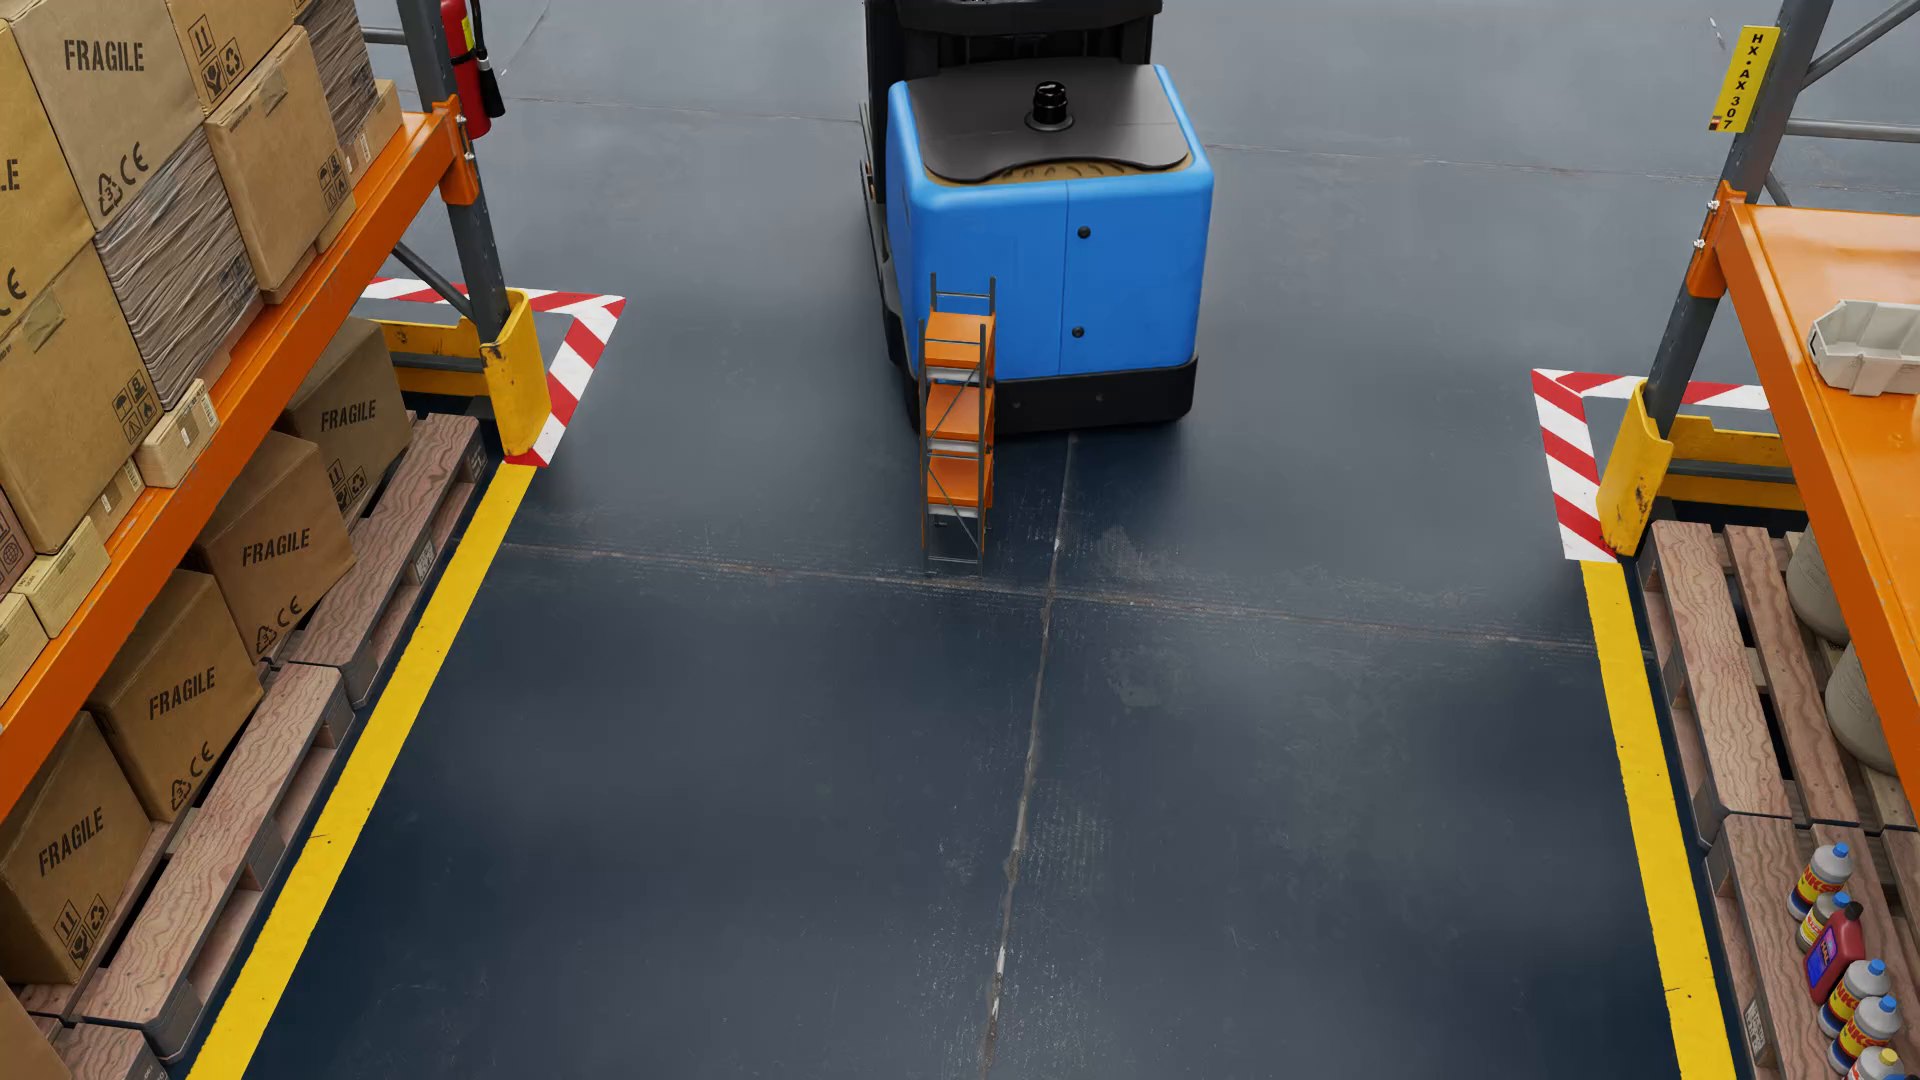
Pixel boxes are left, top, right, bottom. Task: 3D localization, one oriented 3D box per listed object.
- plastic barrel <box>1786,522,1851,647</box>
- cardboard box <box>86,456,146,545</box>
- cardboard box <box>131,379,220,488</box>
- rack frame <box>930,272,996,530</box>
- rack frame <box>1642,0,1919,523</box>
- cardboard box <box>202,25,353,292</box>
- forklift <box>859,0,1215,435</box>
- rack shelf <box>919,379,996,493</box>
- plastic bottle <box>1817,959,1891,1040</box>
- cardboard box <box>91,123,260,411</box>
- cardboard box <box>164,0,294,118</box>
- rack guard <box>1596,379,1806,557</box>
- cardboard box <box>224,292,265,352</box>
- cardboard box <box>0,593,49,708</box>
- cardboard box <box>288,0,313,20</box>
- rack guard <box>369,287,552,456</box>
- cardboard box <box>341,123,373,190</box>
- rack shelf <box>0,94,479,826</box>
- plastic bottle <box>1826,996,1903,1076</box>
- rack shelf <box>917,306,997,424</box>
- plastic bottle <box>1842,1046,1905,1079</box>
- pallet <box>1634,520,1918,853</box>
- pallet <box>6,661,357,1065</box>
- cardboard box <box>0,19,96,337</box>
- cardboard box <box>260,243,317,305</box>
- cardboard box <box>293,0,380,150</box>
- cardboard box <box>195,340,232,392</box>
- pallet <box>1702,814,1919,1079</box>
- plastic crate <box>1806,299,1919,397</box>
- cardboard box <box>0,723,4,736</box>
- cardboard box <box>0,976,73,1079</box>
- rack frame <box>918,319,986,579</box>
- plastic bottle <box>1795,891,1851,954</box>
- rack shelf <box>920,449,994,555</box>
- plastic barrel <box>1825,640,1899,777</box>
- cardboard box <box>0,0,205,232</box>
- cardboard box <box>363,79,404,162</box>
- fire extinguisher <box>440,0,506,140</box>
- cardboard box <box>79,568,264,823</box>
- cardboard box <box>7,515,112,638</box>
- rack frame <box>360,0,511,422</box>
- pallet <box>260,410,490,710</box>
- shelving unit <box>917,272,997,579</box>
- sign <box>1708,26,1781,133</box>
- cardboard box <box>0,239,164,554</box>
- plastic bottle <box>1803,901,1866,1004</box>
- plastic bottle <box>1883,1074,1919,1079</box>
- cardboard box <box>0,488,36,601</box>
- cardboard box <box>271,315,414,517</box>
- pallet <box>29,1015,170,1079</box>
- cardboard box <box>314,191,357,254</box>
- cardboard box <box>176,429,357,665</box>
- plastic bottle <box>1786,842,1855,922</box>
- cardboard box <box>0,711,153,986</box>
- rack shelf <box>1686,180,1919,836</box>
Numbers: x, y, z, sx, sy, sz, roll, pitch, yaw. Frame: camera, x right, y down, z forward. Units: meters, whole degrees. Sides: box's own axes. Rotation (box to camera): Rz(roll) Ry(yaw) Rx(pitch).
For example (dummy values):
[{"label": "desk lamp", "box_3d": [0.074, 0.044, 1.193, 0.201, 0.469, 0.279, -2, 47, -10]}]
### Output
[{"label": "plastic barrel", "box_3d": [2.774, 0.045, 5.025, 0.421, 0.512, 0.421, 0, 43, 0]}, {"label": "cardboard box", "box_3d": [-2.153, -0.111, 3.869, 0.380, 0.149, 0.250, 5, 44, 6]}, {"label": "cardboard box", "box_3d": [-2.052, -0.275, 4.042, 0.380, 0.149, 0.250, 5, 44, 6]}, {"label": "rack frame", "box_3d": [0.009, -0.428, 5.438, 0.200, 1.050, 0.008, 5, 44, 6]}, {"label": "rack frame", "box_3d": [2.785, -1.161, 4.795, 1.000, 3.000, 0.127, 5, 44, 6]}, {"label": "cardboard box", "box_3d": [-2.171, -1.032, 4.369, 0.875, 0.500, 0.500, 5, 44, 6]}, {"label": "forklift", "box_3d": [0.160, -2.447, 6.203, 1.130, 2.935, 3.031, -5, 44, -5]}, {"label": "rack shelf", "box_3d": [-0.007, -0.337, 5.358, 0.215, 0.259, 0.240, 5, 44, 6]}, {"label": "plastic bottle", "box_3d": [2.191, 1.111, 4.060, 0.097, 0.271, 0.097, 0, 43, 0]}, {"label": "cardboard box", "box_3d": [-2.280, -0.695, 4.013, 0.875, 0.500, 0.500, 5, 44, 6]}, {"label": "cardboard box", "box_3d": [-2.013, -1.380, 4.010, 0.500, 0.500, 0.500, 5, 44, 6]}, {"label": "rack guard", "box_3d": [2.822, -0.197, 5.595, 1.175, 0.500, 0.348, 5, 44, 6]}, {"label": "cardboard box", "box_3d": [-2.096, -0.626, 4.412, 0.380, 0.149, 0.250, 5, 44, 6]}, {"label": "cardboard box", "box_3d": [-2.186, 0.233, 3.505, 0.380, 0.149, 0.250, 5, 44, 6]}, {"label": "cardboard box", "box_3d": [-1.952, -1.721, 4.370, 0.500, 0.500, 0.500, 5, 44, 6]}, {"label": "rack guard", "box_3d": [-2.134, -0.652, 6.075, 1.175, 0.500, 0.348, 5, 44, 6]}, {"label": "cardboard box", "box_3d": [-1.991, -1.137, 4.952, 0.380, 0.149, 0.250, 5, 44, 6]}, {"label": "rack shelf", "box_3d": [-2.389, 0.013, 4.078, 1.077, 0.370, 4.000, 5, 44, 6]}, {"label": "plastic bottle", "box_3d": [2.178, 1.179, 3.988, 0.097, 0.271, 0.097, 0, 43, 0]}, {"label": "rack shelf", "box_3d": [-0.007, -0.543, 5.163, 0.215, 0.259, 0.240, 5, 44, 6]}, {"label": "plastic bottle", "box_3d": [2.165, 1.272, 3.940, 0.097, 0.201, 0.097, 0, 43, 0]}, {"label": "pallet", "box_3d": [2.709, 0.461, 5.110, 1.003, 0.211, 1.213, 5, 44, 6]}, {"label": "pallet", "box_3d": [-2.441, 0.833, 4.717, 1.003, 0.211, 1.213, 5, 44, 6]}, {"label": "cardboard box", "box_3d": [-2.155, -0.700, 3.291, 0.500, 0.500, 0.500, 5, 44, 6]}, {"label": "cardboard box", "box_3d": [-2.021, -0.793, 4.588, 0.380, 0.149, 0.250, 5, 44, 6]}, {"label": "cardboard box", "box_3d": [-2.224, -1.383, 4.740, 0.875, 0.500, 0.500, 5, 44, 6]}, {"label": "cardboard box", "box_3d": [-2.106, -0.454, 4.230, 0.380, 0.149, 0.250, 5, 44, 6]}, {"label": "pallet", "box_3d": [2.545, 1.290, 4.234, 1.003, 0.211, 1.213, 5, 44, 6]}, {"label": "plastic crate", "box_3d": [2.348, -0.485, 4.272, 0.298, 0.136, 0.250, 5, 44, 6]}, {"label": "cardboard box", "box_3d": [-2.178, 0.407, 3.321, 0.380, 0.149, 0.250, 5, 44, 6]}, {"label": "cardboard box", "box_3d": [-2.492, 1.210, 3.803, 0.500, 0.500, 0.500, 19, 46, 19]}, {"label": "rack frame", "box_3d": [-0.023, -0.262, 5.263, 0.200, 1.050, 0.008, 5, 44, 6]}, {"label": "plastic bottle", "box_3d": [2.223, 0.973, 4.256, 0.097, 0.201, 0.097, 0, 43, 0]}, {"label": "rack shelf", "box_3d": [-0.007, -0.135, 5.549, 0.215, 0.259, 0.240, 5, 44, 6]}, {"label": "plastic barrel", "box_3d": [2.708, 0.387, 4.664, 0.421, 0.512, 0.421, 0, 43, 0]}, {"label": "cardboard box", "box_3d": [-2.081, -1.040, 3.650, 0.500, 0.500, 0.500, 5, 44, 6]}, {"label": "cardboard box", "box_3d": [-1.957, -1.307, 5.132, 0.380, 0.149, 0.250, 5, 44, 6]}, {"label": "fire extinguisher", "box_3d": [-1.652, -1.619, 5.335, 0.296, 0.674, 0.183, 5, 44, 6]}, {"label": "cardboard box", "box_3d": [-2.370, 0.403, 4.655, 0.500, 0.500, 0.500, 9, 44, 9]}, {"label": "cardboard box", "box_3d": [-2.142, 0.063, 3.684, 0.380, 0.149, 0.250, 5, 44, 6]}, {"label": "rack frame", "box_3d": [-2.124, -1.611, 5.270, 1.000, 3.000, 0.127, 5, 44, 6]}, {"label": "pallet", "box_3d": [-2.277, 0.003, 5.593, 1.003, 0.211, 1.213, 5, 44, 6]}, {"label": "shelving unit", "box_3d": [-0.007, -0.345, 5.351, 0.215, 1.050, 0.252, 5, 44, 6]}, {"label": "sign", "box_3d": [2.240, -1.315, 4.755, 0.100, 0.325, 0.005, 5, 44, 6]}, {"label": "cardboard box", "box_3d": [-2.358, -0.355, 3.654, 0.875, 0.500, 0.500, 5, 44, 6]}, {"label": "plastic bottle", "box_3d": [2.189, 1.025, 4.141, 0.061, 0.283, 0.133, 6, 44, 6]}, {"label": "plastic bottle", "box_3d": [2.151, 1.317, 3.842, 0.097, 0.271, 0.097, 0, 43, 0]}, {"label": "cardboard box", "box_3d": [-2.465, -0.018, 3.298, 0.875, 0.500, 0.500, 5, 44, 6]}, {"label": "cardboard box", "box_3d": [-2.223, -0.432, 5.537, 0.500, 0.500, 0.500, 13, 45, 13]}, {"label": "pallet", "box_3d": [-2.599, 1.666, 3.837, 1.003, 0.211, 1.213, 5, 44, 6]}, {"label": "cardboard box", "box_3d": [-1.973, -0.962, 4.767, 0.380, 0.149, 0.250, 5, 44, 6]}, {"label": "cardboard box", "box_3d": [-2.269, -0.022, 5.104, 0.500, 0.500, 0.500, 16, 46, 16]}, {"label": "plastic bottle", "box_3d": [2.237, 0.877, 4.306, 0.097, 0.271, 0.097, 0, 43, 0]}, {"label": "cardboard box", "box_3d": [-2.488, 0.780, 4.258, 0.500, 0.500, 0.500, 2, 43, 2]}, {"label": "rack shelf", "box_3d": [2.521, 0.463, 3.602, 1.077, 0.370, 4.000, 5, 44, 6]}]
